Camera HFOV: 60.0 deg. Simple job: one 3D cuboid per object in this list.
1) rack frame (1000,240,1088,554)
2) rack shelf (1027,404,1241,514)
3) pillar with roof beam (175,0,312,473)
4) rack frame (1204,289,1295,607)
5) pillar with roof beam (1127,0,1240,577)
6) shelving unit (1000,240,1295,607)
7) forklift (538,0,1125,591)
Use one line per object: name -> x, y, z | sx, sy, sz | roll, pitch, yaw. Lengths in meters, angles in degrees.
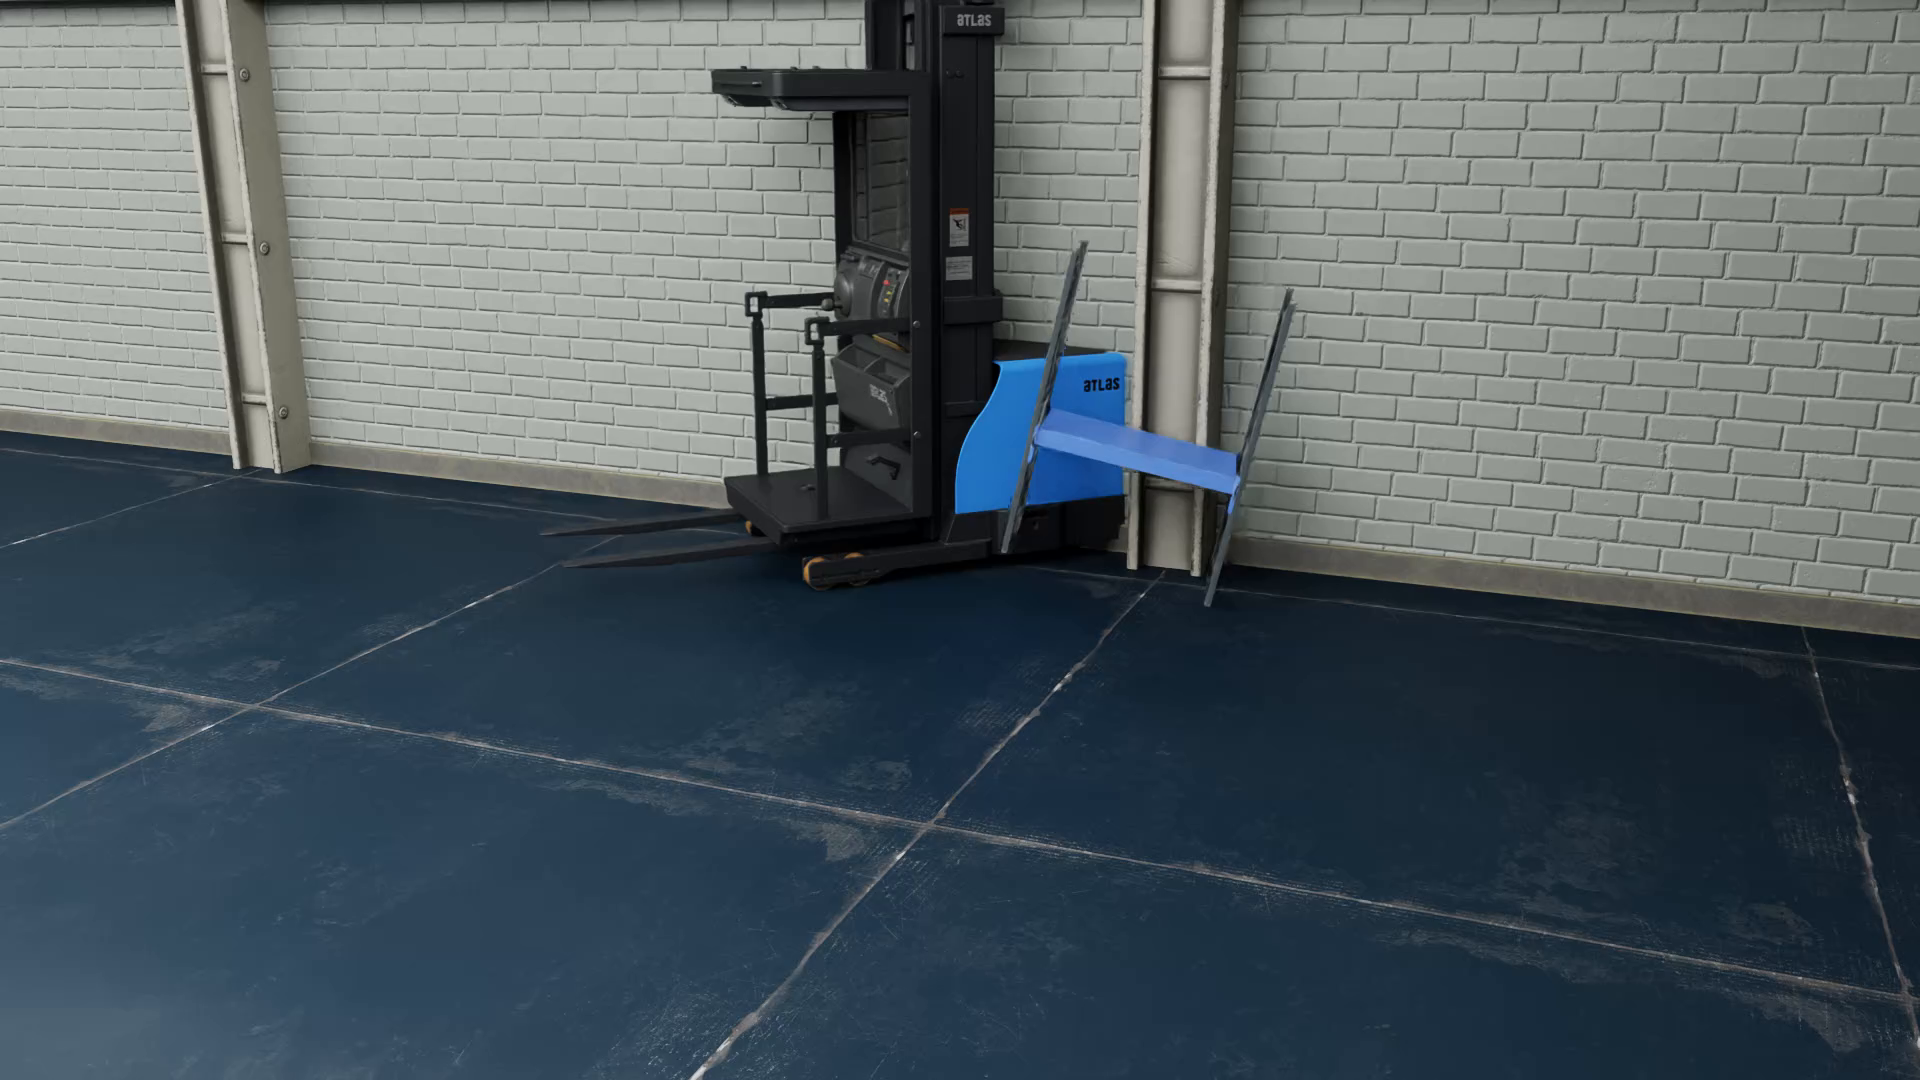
rack frame -> 0.413, -0.699, 8.121 | 0.032, 1.500, 0.500 | 15, 18, 6
rack shelf -> 0.864, -0.404, 8.128 | 1.000, 0.185, 0.538 | 15, 18, 6
pillar with roof beam -> -6.053, -3.691, 5.746 | 0.400, 9.000, 9.100 | 6, 17, 21
rack frame -> 1.392, -0.443, 8.023 | 0.032, 1.500, 0.500 | 15, 18, 6
pillar with roof beam -> -0.471, -3.077, 3.631 | 0.400, 9.000, 9.100 | 6, 17, 21
shelving unit -> 0.902, -0.571, 8.072 | 1.048, 1.500, 0.538 | 15, 18, 6
forklift -> -0.641, -1.320, 8.464 | 3.031, 2.935, 1.130 | -7, 18, -23
